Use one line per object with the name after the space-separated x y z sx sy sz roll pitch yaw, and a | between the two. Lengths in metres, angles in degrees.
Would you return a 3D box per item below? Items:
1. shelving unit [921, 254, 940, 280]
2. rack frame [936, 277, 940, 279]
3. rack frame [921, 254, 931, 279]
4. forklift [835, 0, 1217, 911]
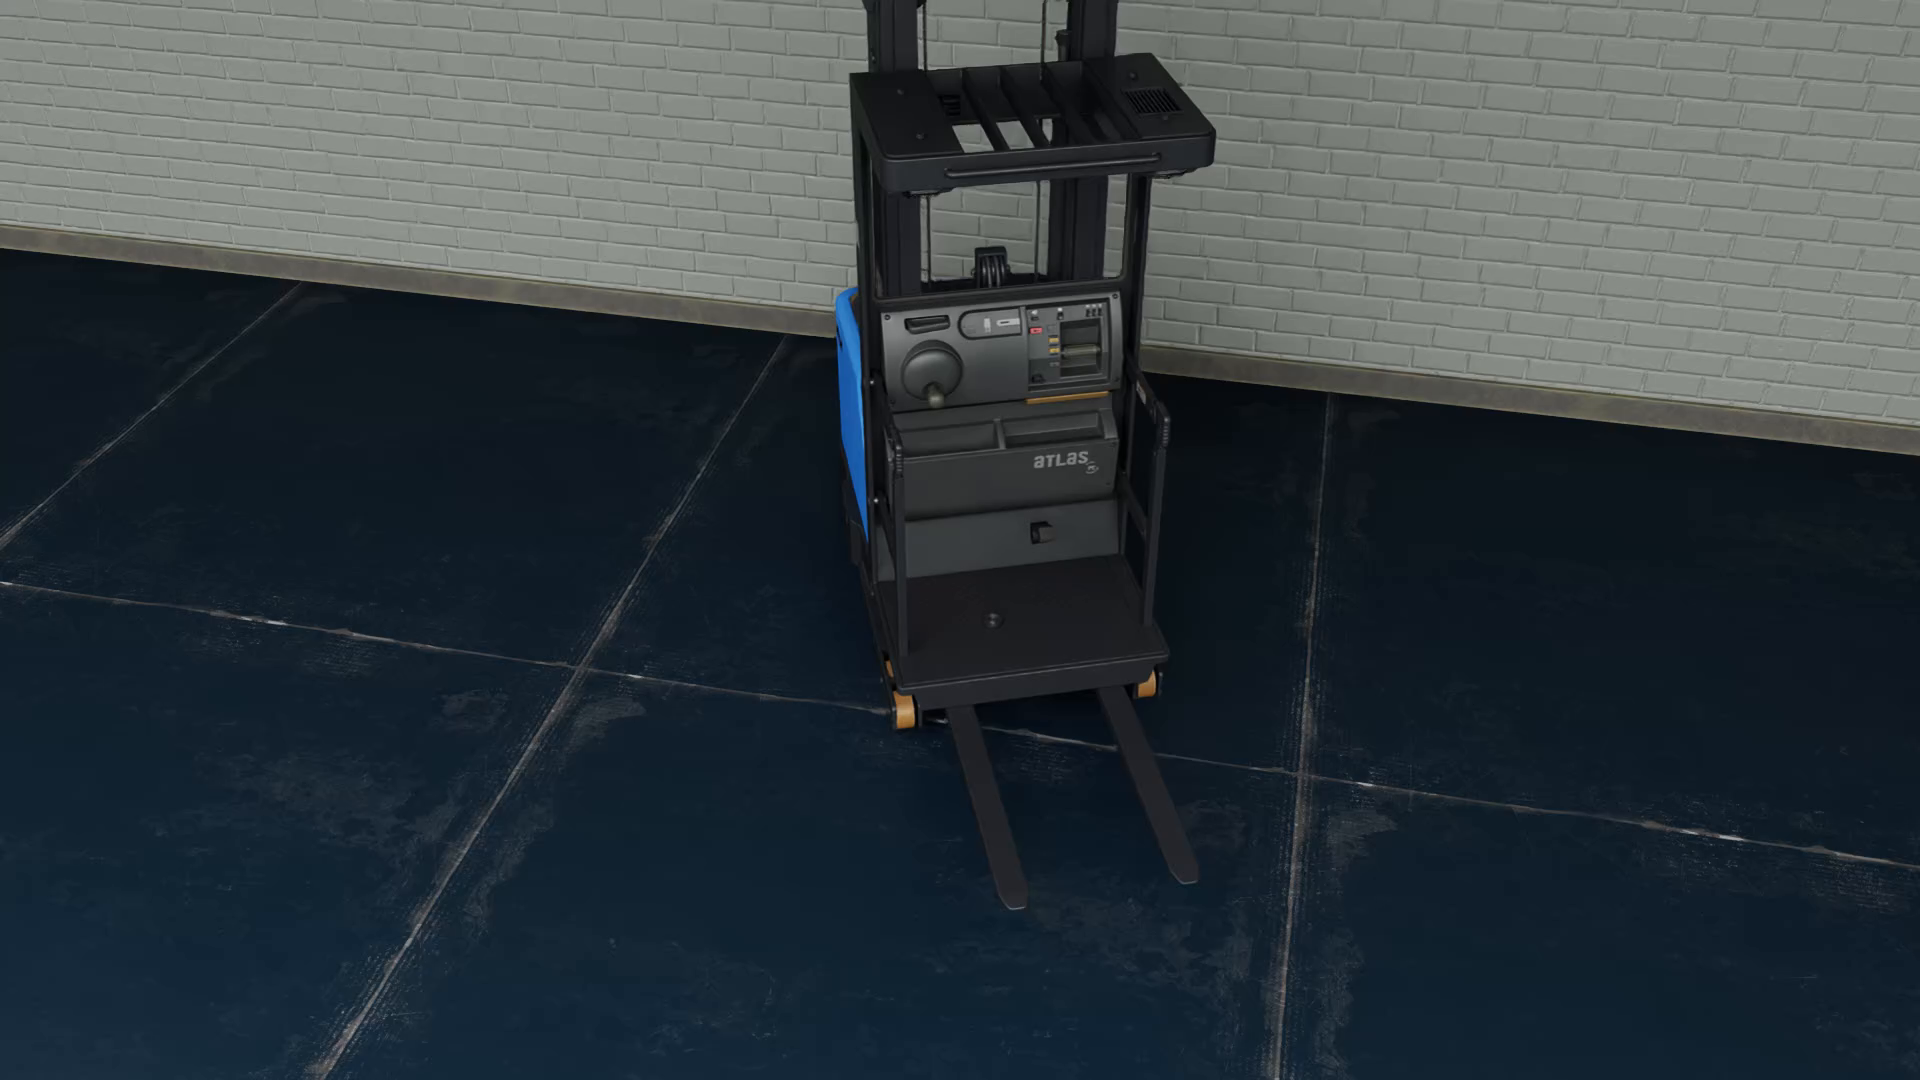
-0.213 -0.836 8.009 0.215 1.050 0.252 -6 36 -9 | shelving unit
-0.190 -0.766 7.912 0.200 1.050 0.008 -6 36 -9 | rack frame
-0.236 -0.907 8.106 0.200 1.050 0.008 -6 36 -9 | rack frame
0.208 -0.661 6.164 1.130 2.935 3.031 -6 36 -9 | forklift
